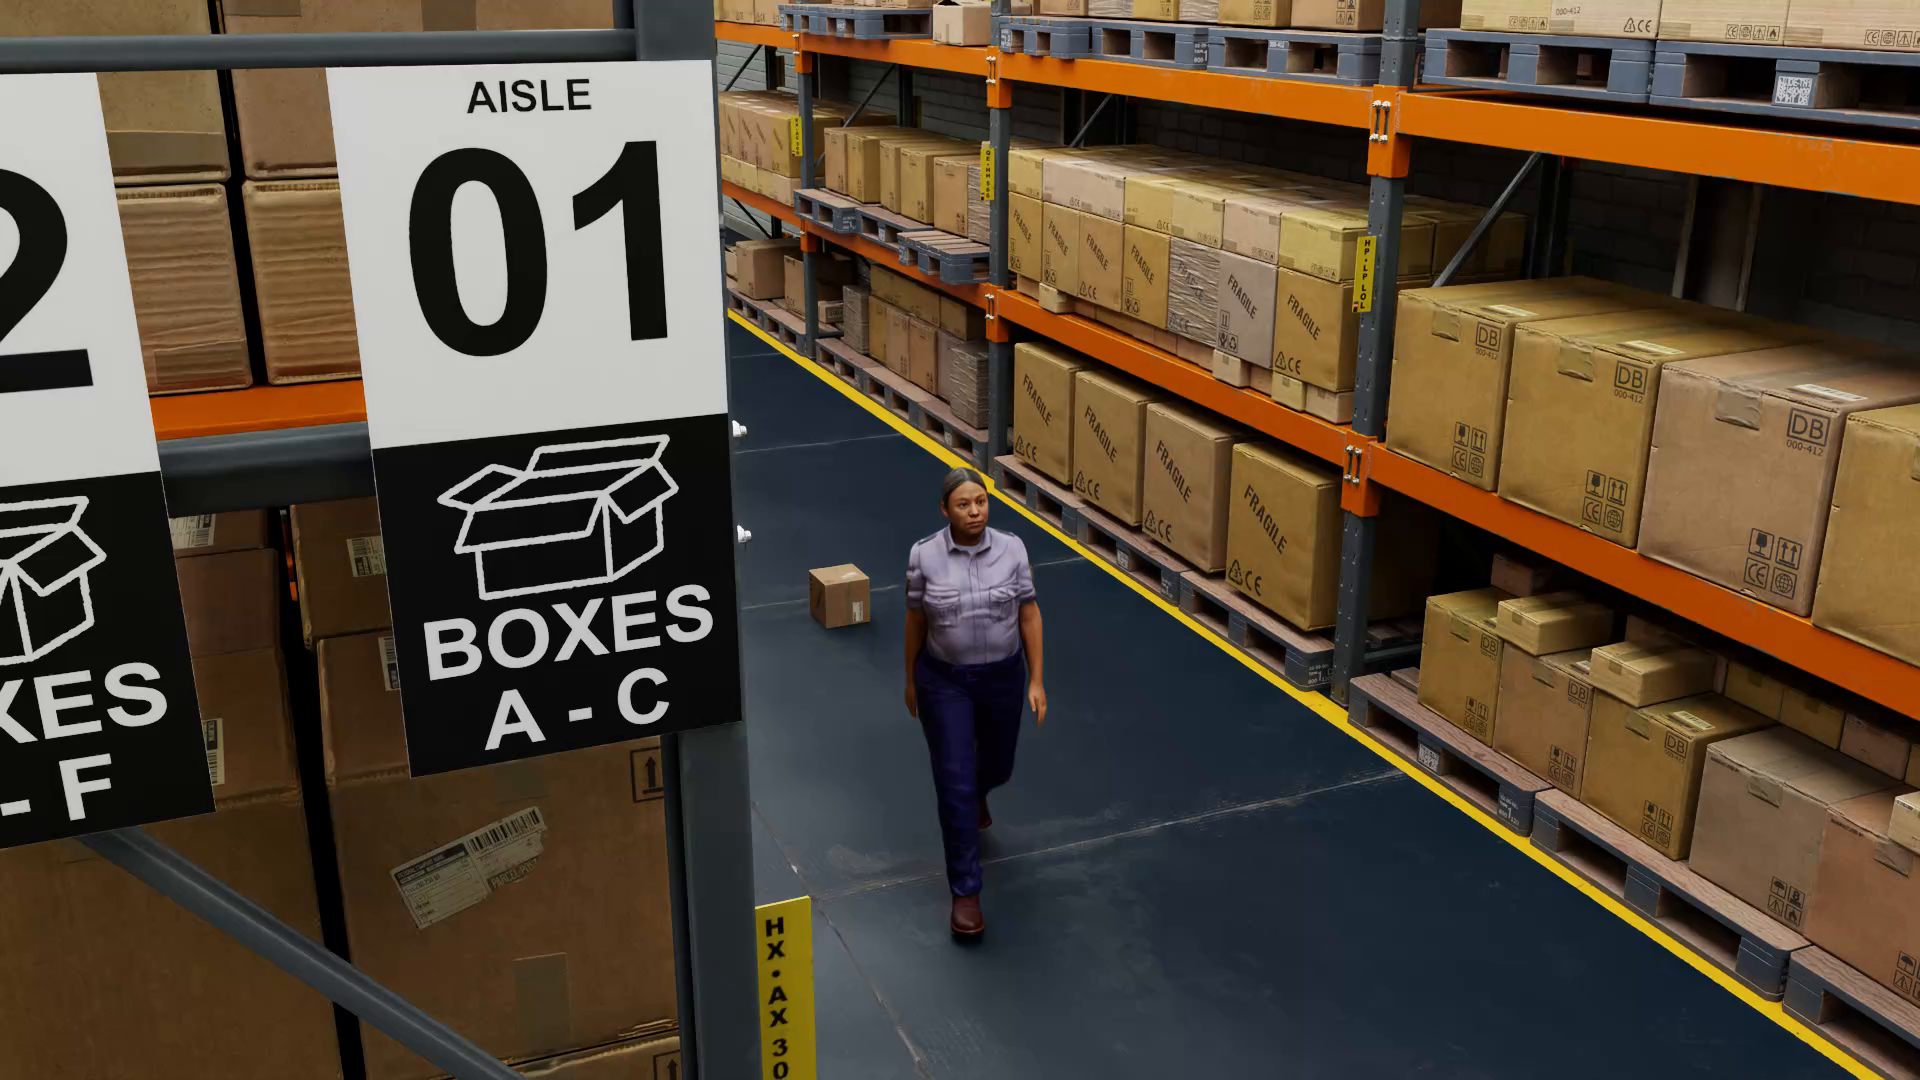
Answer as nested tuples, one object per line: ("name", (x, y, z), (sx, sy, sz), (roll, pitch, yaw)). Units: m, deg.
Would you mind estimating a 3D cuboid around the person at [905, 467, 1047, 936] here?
("person", (0.054, 0.509, 6.089), (0.488, 1.600, 0.941), (-4, 19, -11))
